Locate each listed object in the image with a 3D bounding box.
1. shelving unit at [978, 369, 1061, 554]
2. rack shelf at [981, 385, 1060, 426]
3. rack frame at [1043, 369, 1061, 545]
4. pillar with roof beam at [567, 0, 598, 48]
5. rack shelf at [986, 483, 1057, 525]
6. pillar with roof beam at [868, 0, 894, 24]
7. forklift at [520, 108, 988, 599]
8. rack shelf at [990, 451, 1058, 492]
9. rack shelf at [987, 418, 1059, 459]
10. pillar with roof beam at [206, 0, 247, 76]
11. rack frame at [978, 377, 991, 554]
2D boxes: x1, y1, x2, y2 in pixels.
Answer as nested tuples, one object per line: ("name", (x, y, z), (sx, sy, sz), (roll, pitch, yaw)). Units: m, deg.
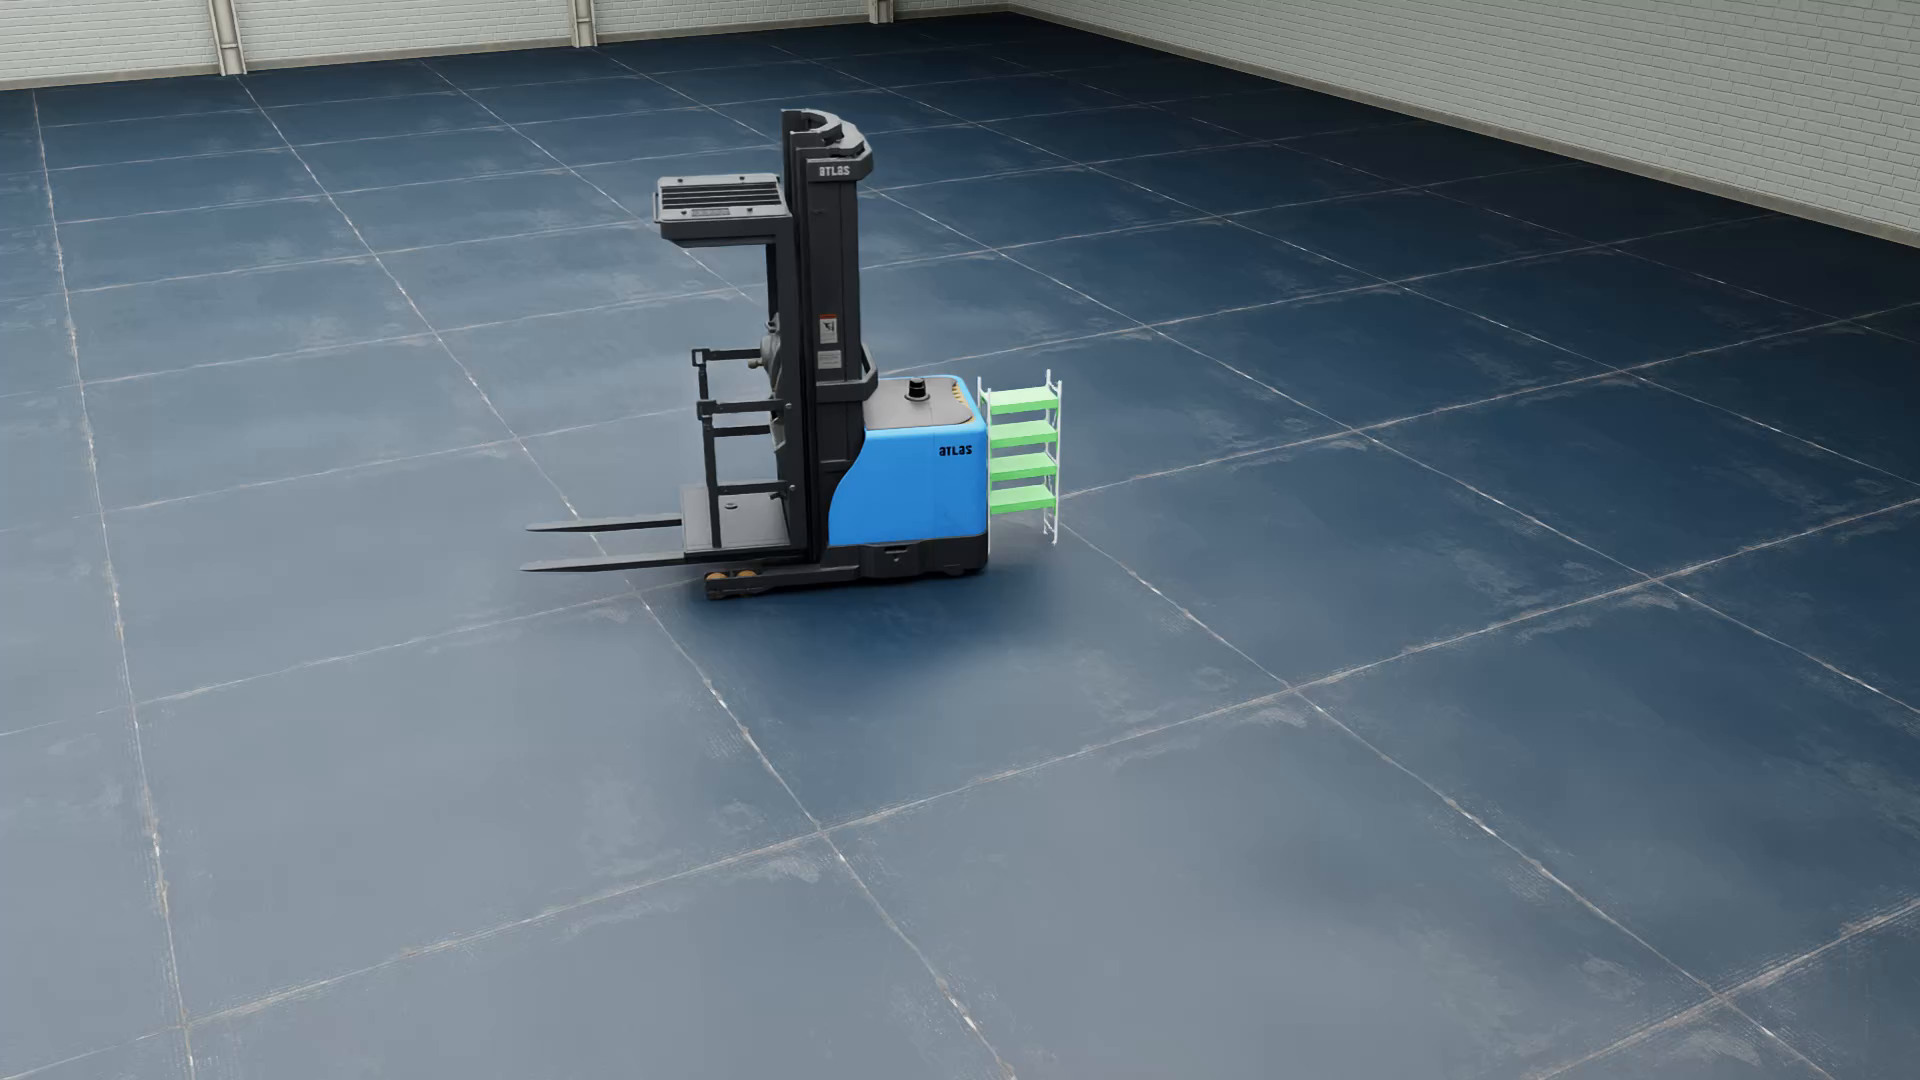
("shelving unit", (0.394, -0.524, 11.258), (0.503, 1.200, 0.258), (-7, 27, -15))
("rack shelf", (0.394, -0.899, 11.078), (0.480, 0.148, 0.258), (-7, 27, -15))
("rack frame", (0.627, -0.555, 11.322), (0.015, 1.200, 0.240), (-7, 27, -15))
("pillar with roof beam", (-4.827, -11.437, 24.977), (0.400, 9.000, 9.100), (-13, 29, -25))
("rack shelf", (0.394, -0.250, 11.389), (0.480, 0.148, 0.258), (-7, 27, -15))
("pillar with roof beam", (0.467, -12.659, 27.522), (0.400, 9.000, 9.100), (-13, 29, -25))
("forklift", (-1.380, -1.186, 10.635), (3.031, 2.935, 1.130), (-4, 26, -9))
("rack shelf", (0.394, -0.467, 11.285), (0.480, 0.148, 0.258), (-7, 27, -15))
("rack shelf", (0.394, -0.683, 11.182), (0.480, 0.148, 0.258), (-7, 27, -15))
("pillar with roof beam", (-10.121, -10.215, 22.432), (0.400, 9.000, 9.100), (-13, 29, -25))
("rack frame", (0.160, -0.494, 11.194), (0.015, 1.200, 0.240), (-7, 27, -15))
